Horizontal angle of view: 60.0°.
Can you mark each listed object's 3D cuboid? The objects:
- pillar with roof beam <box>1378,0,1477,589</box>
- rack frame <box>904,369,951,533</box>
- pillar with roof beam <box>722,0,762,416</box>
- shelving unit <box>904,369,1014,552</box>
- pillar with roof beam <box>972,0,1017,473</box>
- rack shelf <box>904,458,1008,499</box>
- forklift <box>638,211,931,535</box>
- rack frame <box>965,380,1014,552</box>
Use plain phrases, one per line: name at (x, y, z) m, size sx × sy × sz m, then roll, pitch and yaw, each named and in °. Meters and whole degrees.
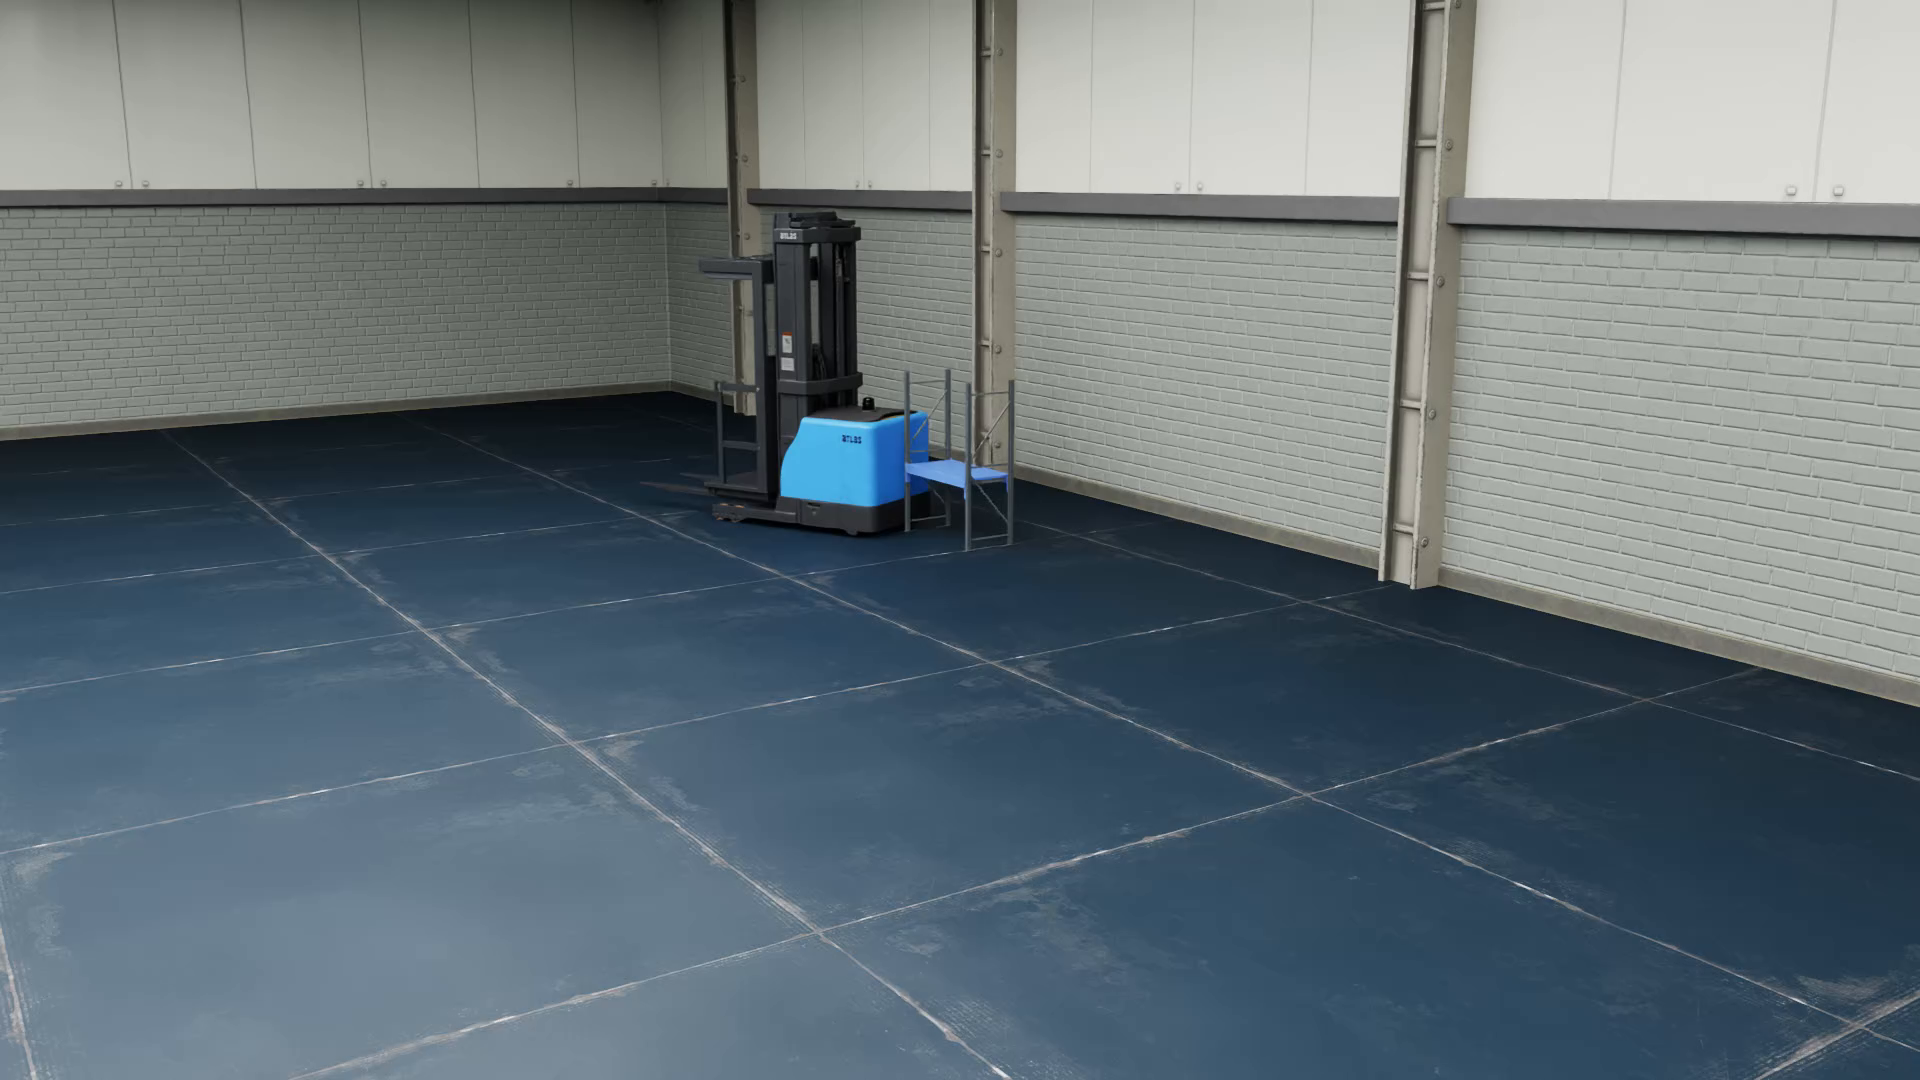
pillar with roof beam at (0.105, -3.540, 10.374) m, size 9.100 × 9.000 × 0.400 m, roll -8°, pitch 15°, yaw -33°
rack frame at (-0.301, -0.835, 15.556) m, size 0.500 × 1.500 × 0.032 m, roll -8°, pitch 15°, yaw -33°
pillar with roof beam at (-6.543, -5.674, 20.133) m, size 9.100 × 9.000 × 0.400 m, roll -8°, pitch 15°, yaw -33°
shelving unit at (-0.019, -0.744, 15.143) m, size 0.538 × 1.500 × 1.048 m, roll -8°, pitch 15°, yaw -33°
pillar with roof beam at (-3.219, -4.607, 15.254) m, size 9.100 × 9.000 × 0.400 m, roll -8°, pitch 15°, yaw -33°
rack shelf at (-0.019, -0.569, 15.182) m, size 0.538 × 0.185 × 1.000 m, roll -8°, pitch 15°, yaw -33°
forklift at (-1.806, -1.686, 16.101) m, size 3.031 × 2.935 × 1.130 m, roll 8°, pitch 14°, yaw 31°
rack frame at (0.263, -0.654, 14.730) m, size 0.500 × 1.500 × 0.032 m, roll -8°, pitch 15°, yaw -33°
